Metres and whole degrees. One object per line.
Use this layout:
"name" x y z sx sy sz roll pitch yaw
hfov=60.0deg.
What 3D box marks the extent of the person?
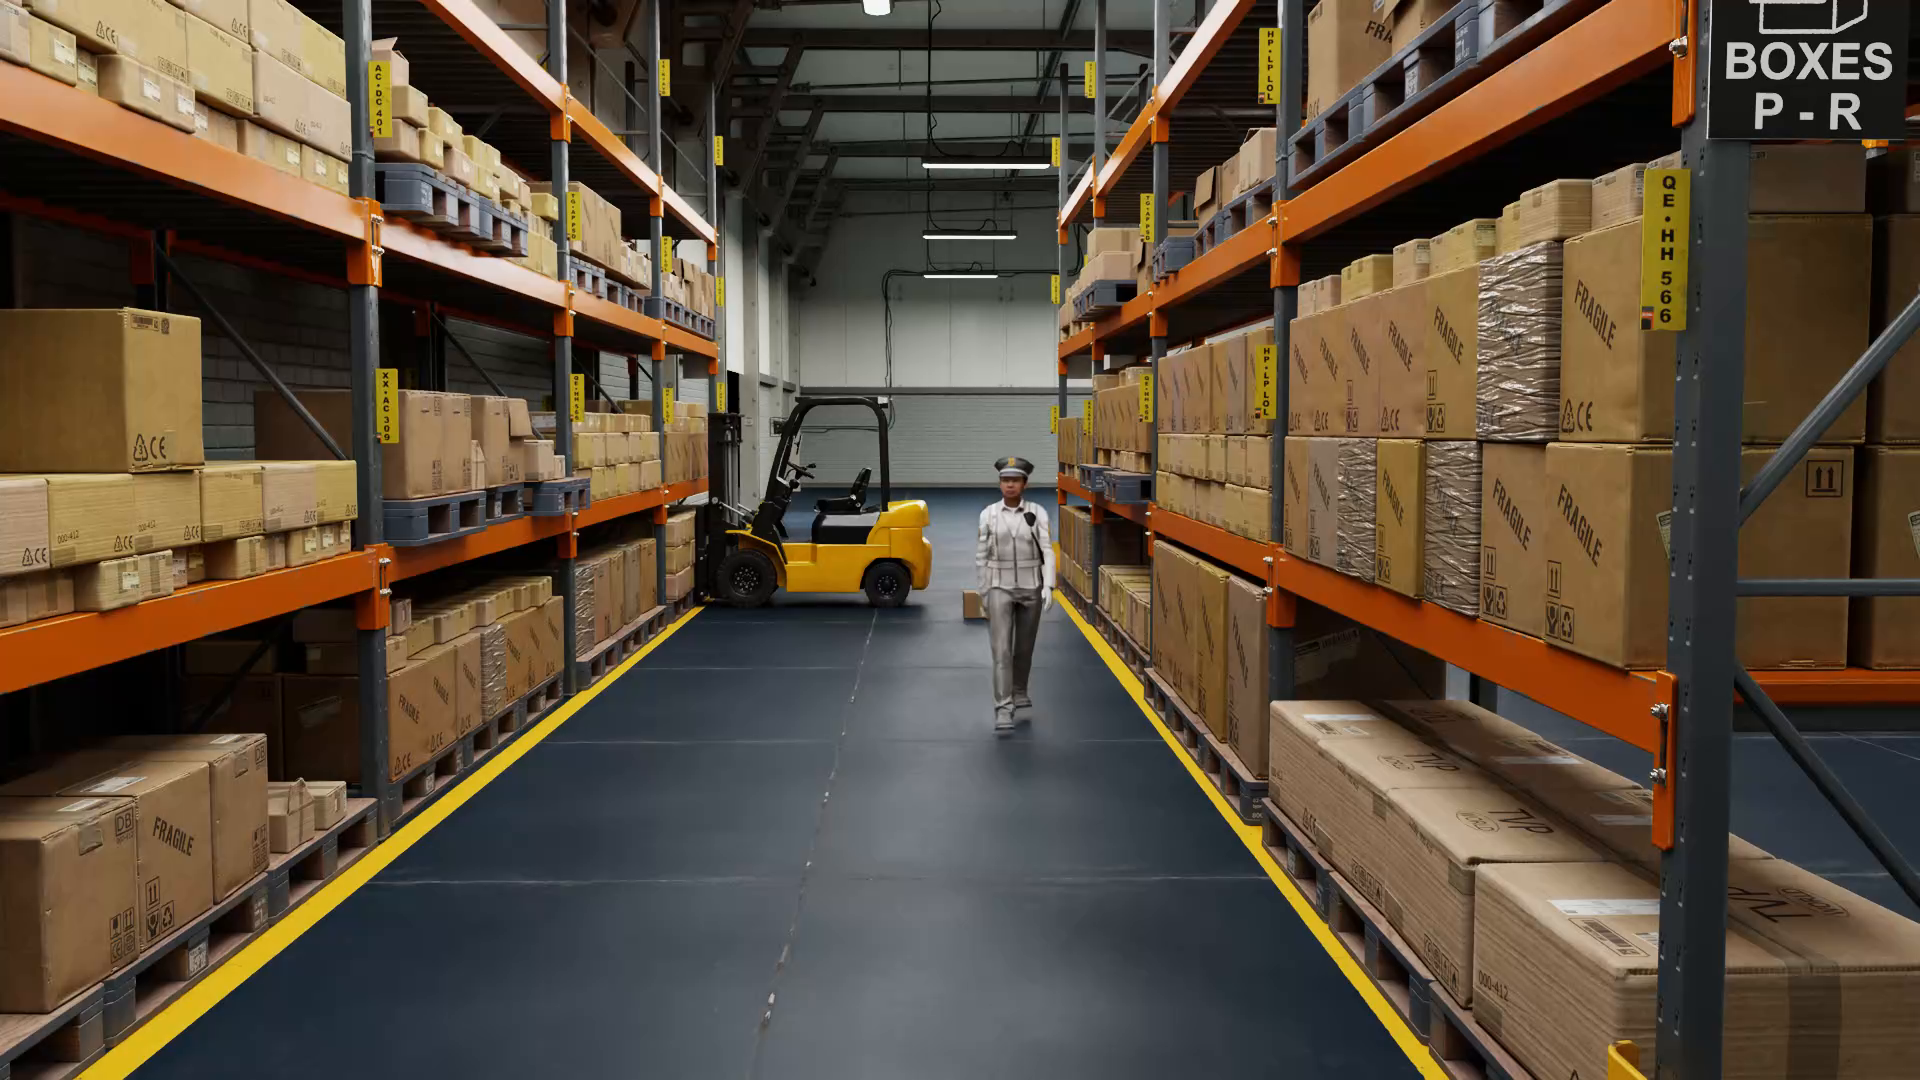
"person" 0.348 0.304 10.208 0.489 1.638 1.013 0 4 -3
